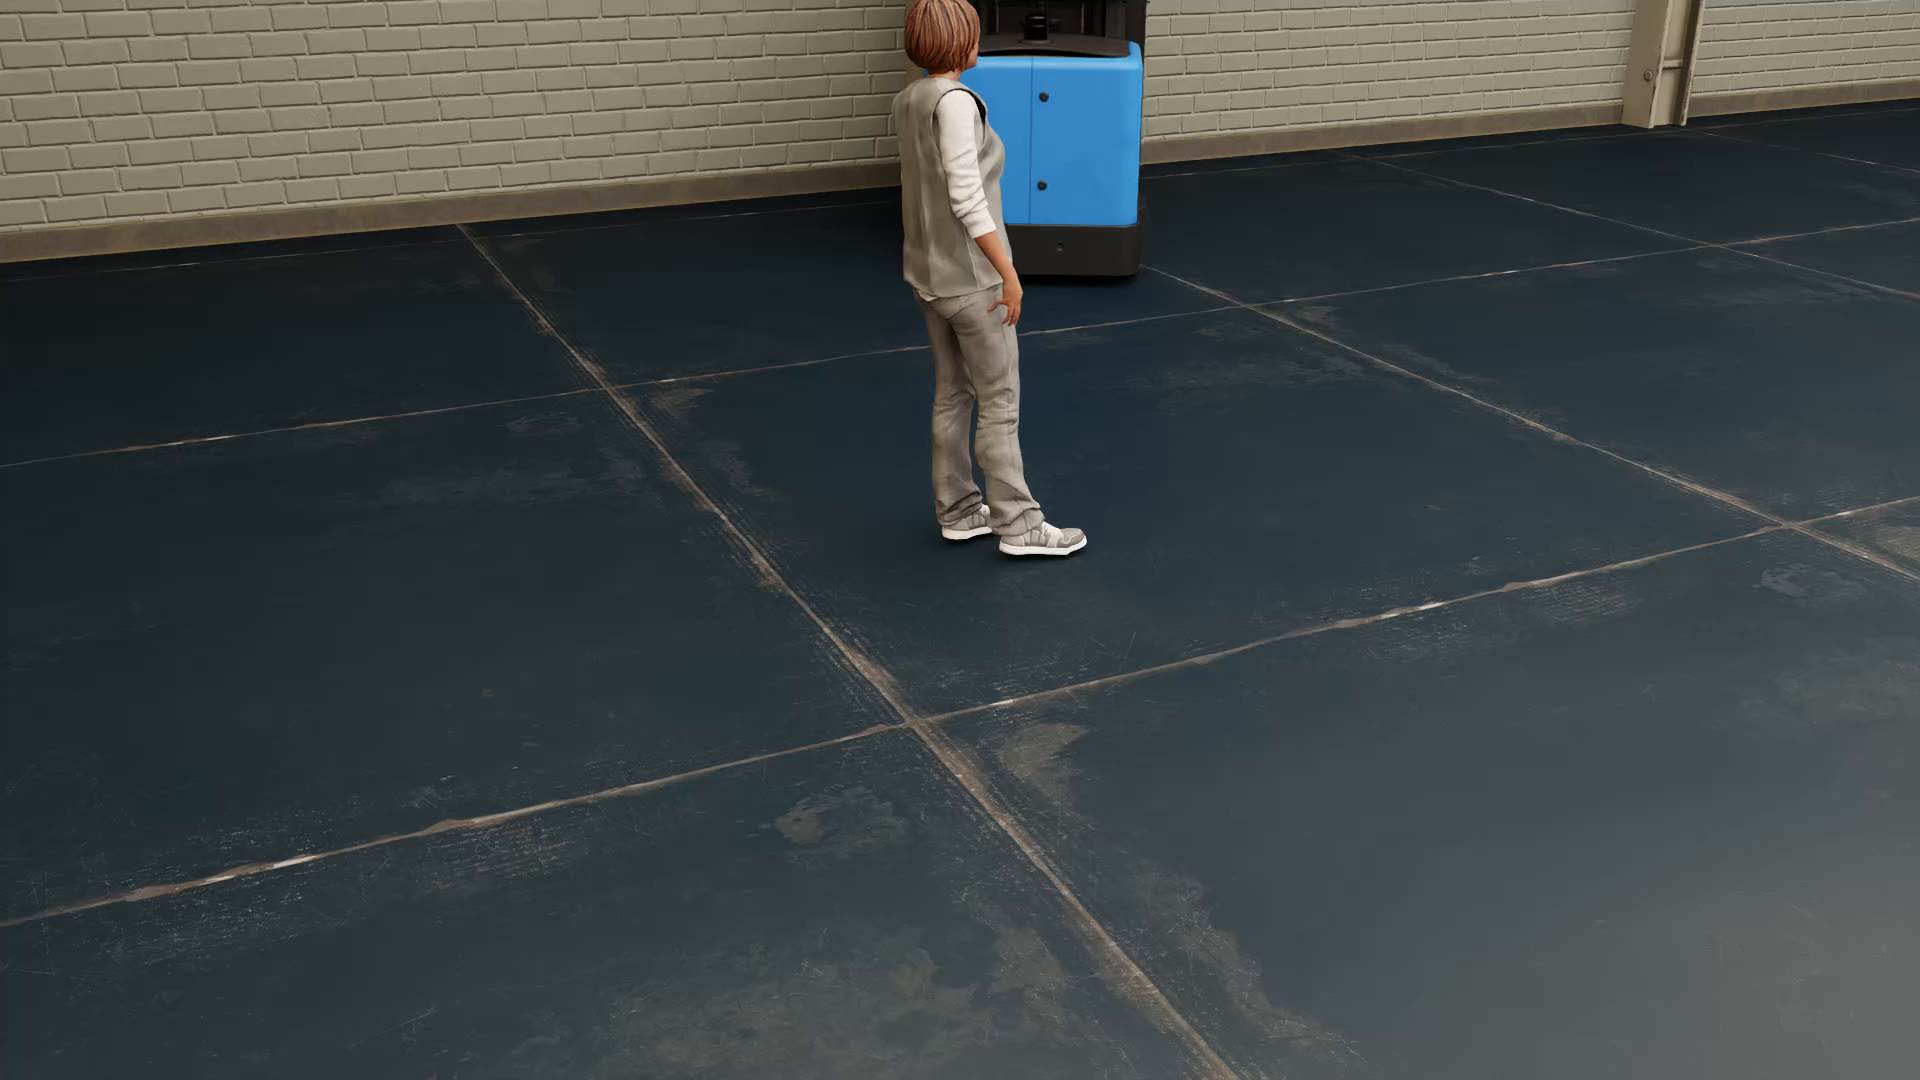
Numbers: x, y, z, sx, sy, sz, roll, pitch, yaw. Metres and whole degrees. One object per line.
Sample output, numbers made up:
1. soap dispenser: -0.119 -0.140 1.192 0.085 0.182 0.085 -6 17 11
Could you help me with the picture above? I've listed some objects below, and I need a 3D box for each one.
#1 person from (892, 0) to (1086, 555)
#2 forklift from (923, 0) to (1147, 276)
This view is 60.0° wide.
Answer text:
1. person: 0.074 -0.752 4.815 0.473 1.599 0.520 -10 25 -23
2. forklift: 0.454 -3.140 8.844 1.130 2.935 3.031 2 23 4
